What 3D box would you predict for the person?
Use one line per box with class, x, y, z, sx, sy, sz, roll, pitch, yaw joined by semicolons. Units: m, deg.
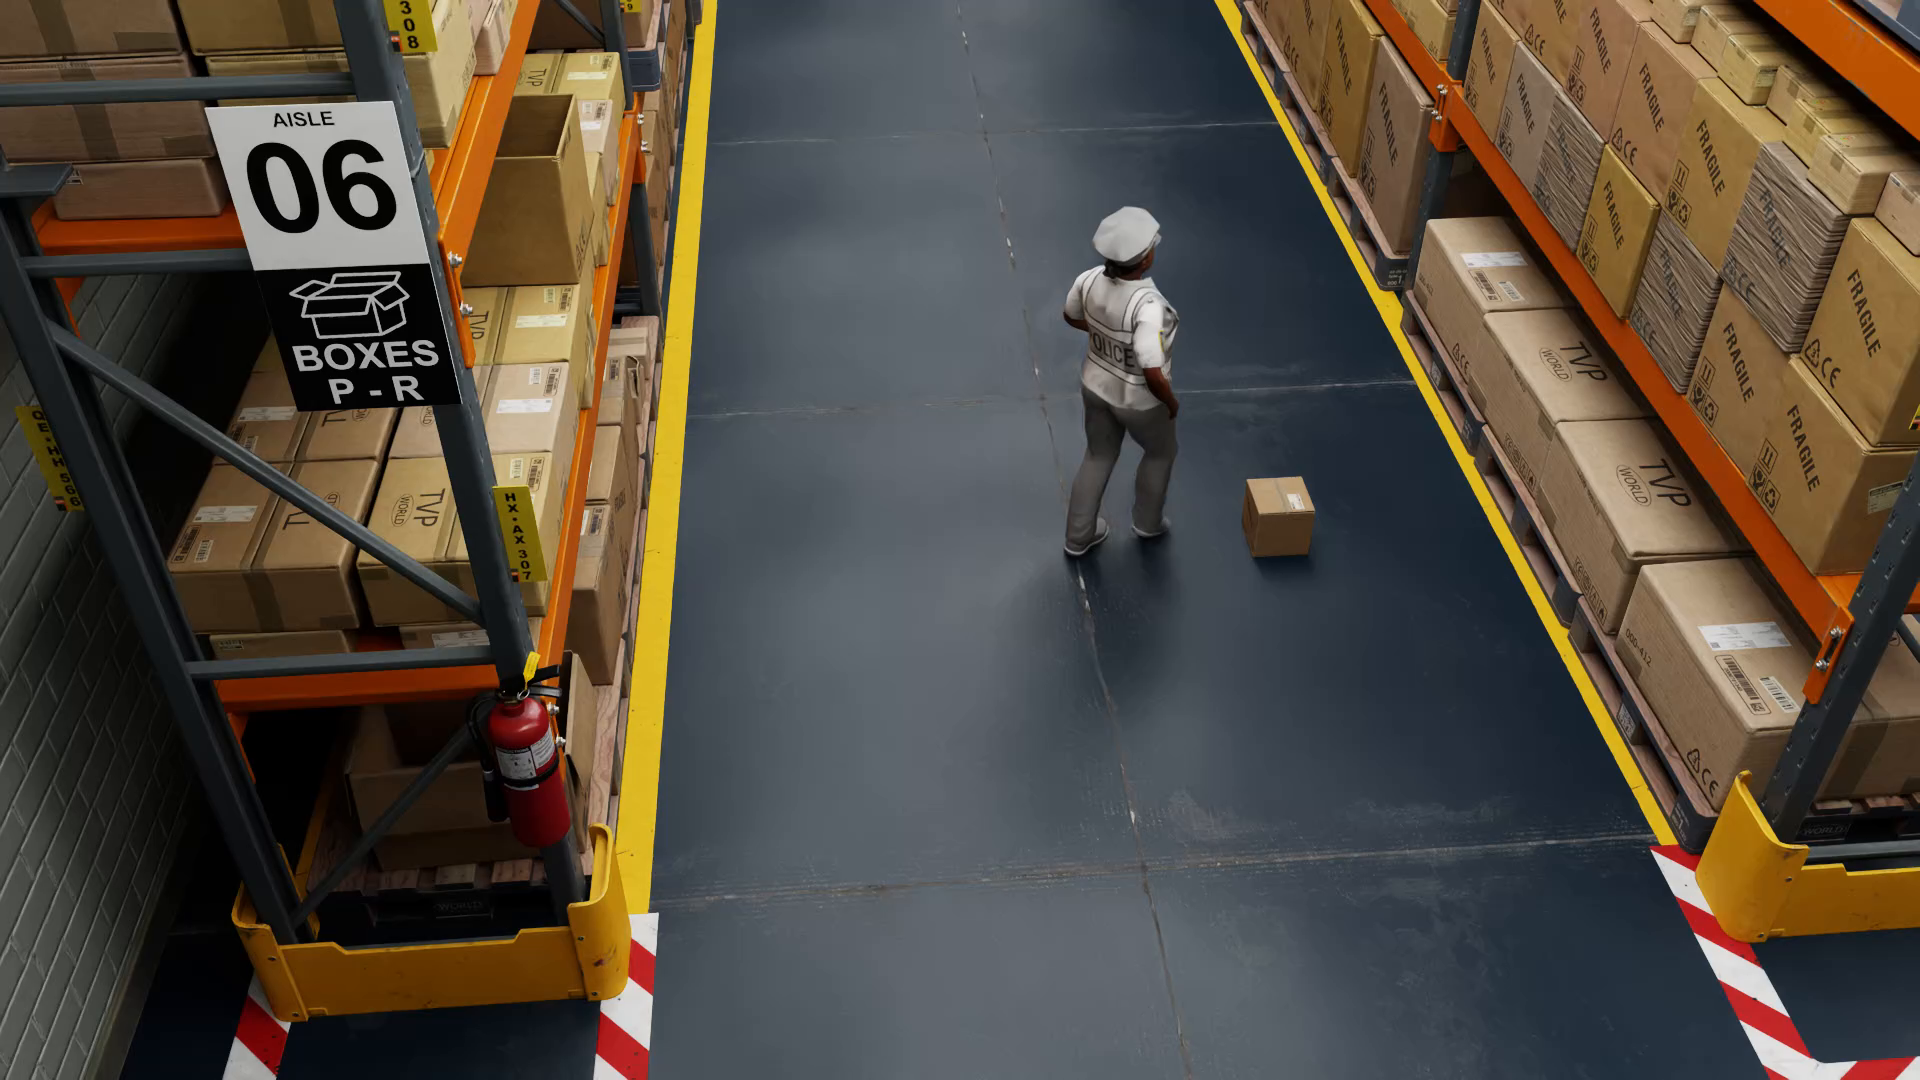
person;0.749;-0.624;6.945;0.577;1.740;0.635;-31;49;-32
